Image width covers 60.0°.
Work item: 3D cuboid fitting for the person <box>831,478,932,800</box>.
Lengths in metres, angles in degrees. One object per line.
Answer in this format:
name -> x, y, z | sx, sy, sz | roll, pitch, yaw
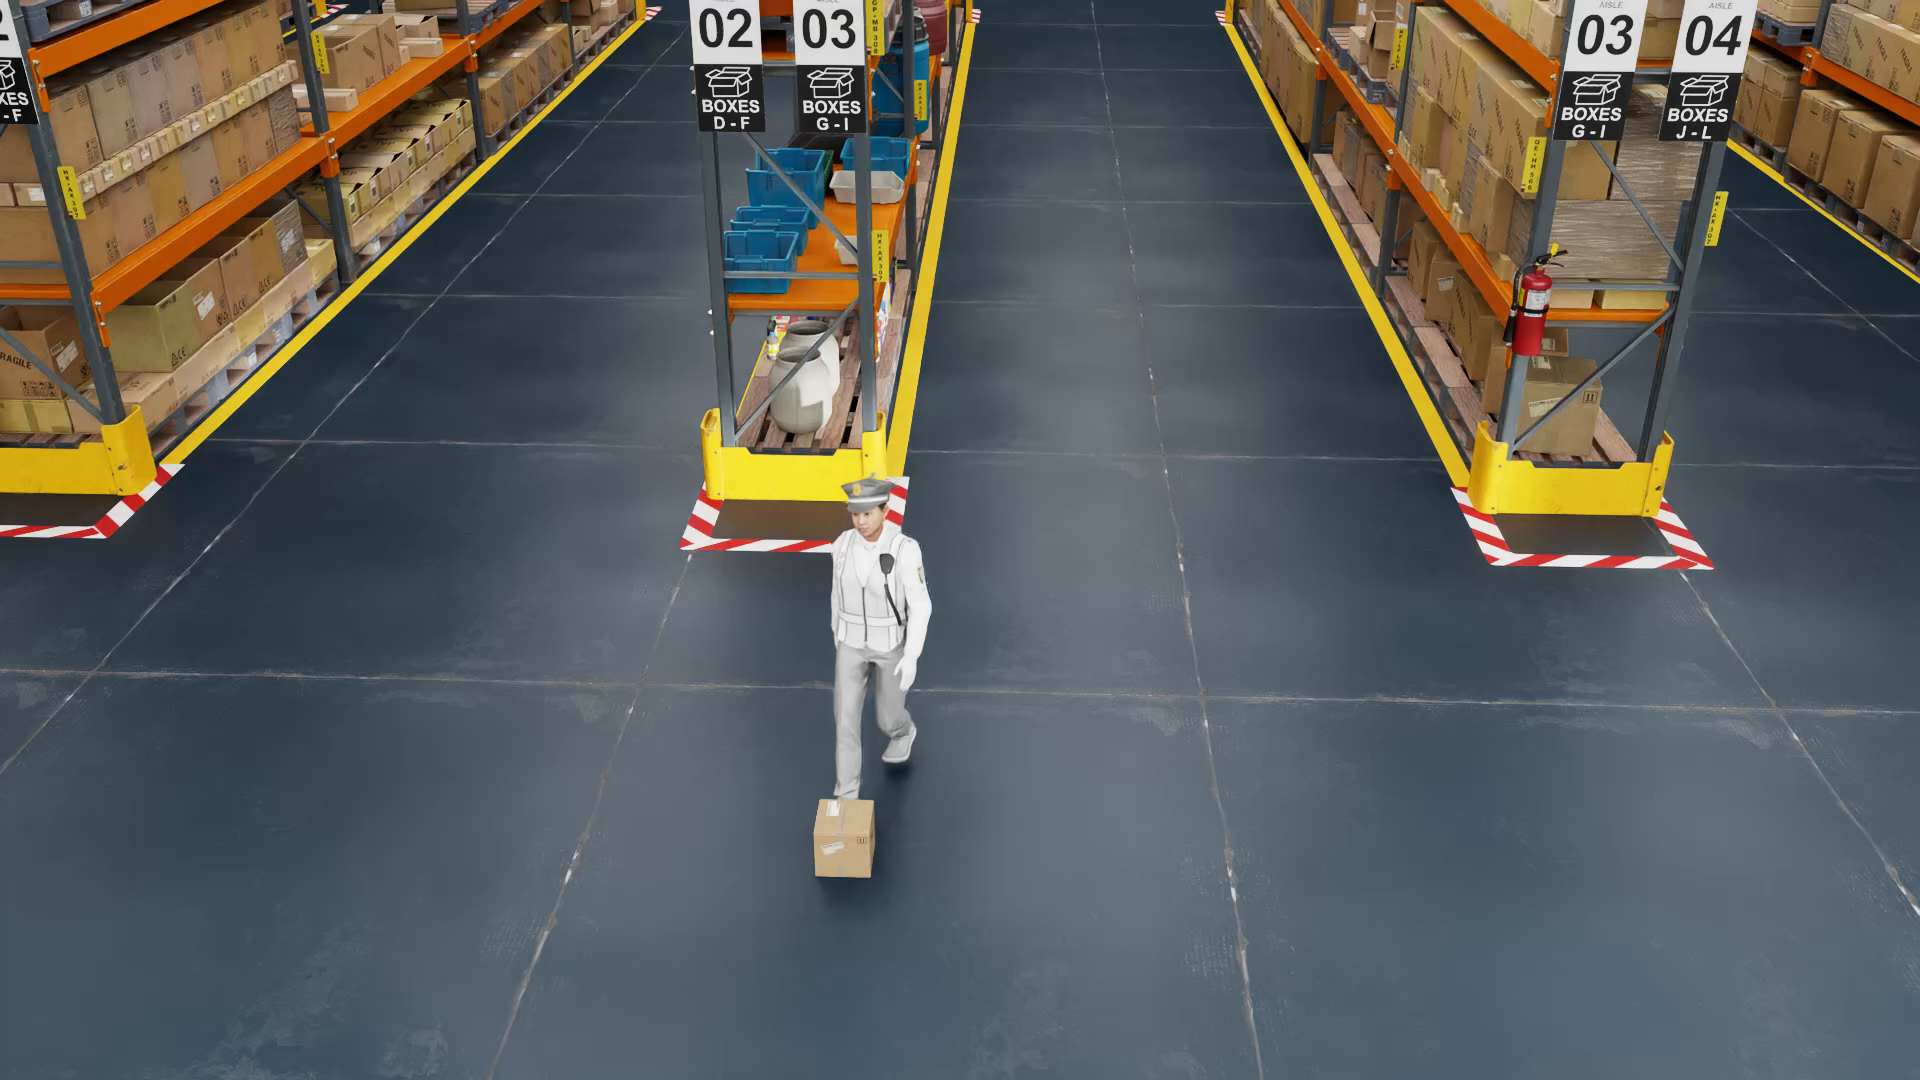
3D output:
person -> -0.420, 0.520, 7.662 | 0.534, 1.615, 0.897 | 7, 29, 13
